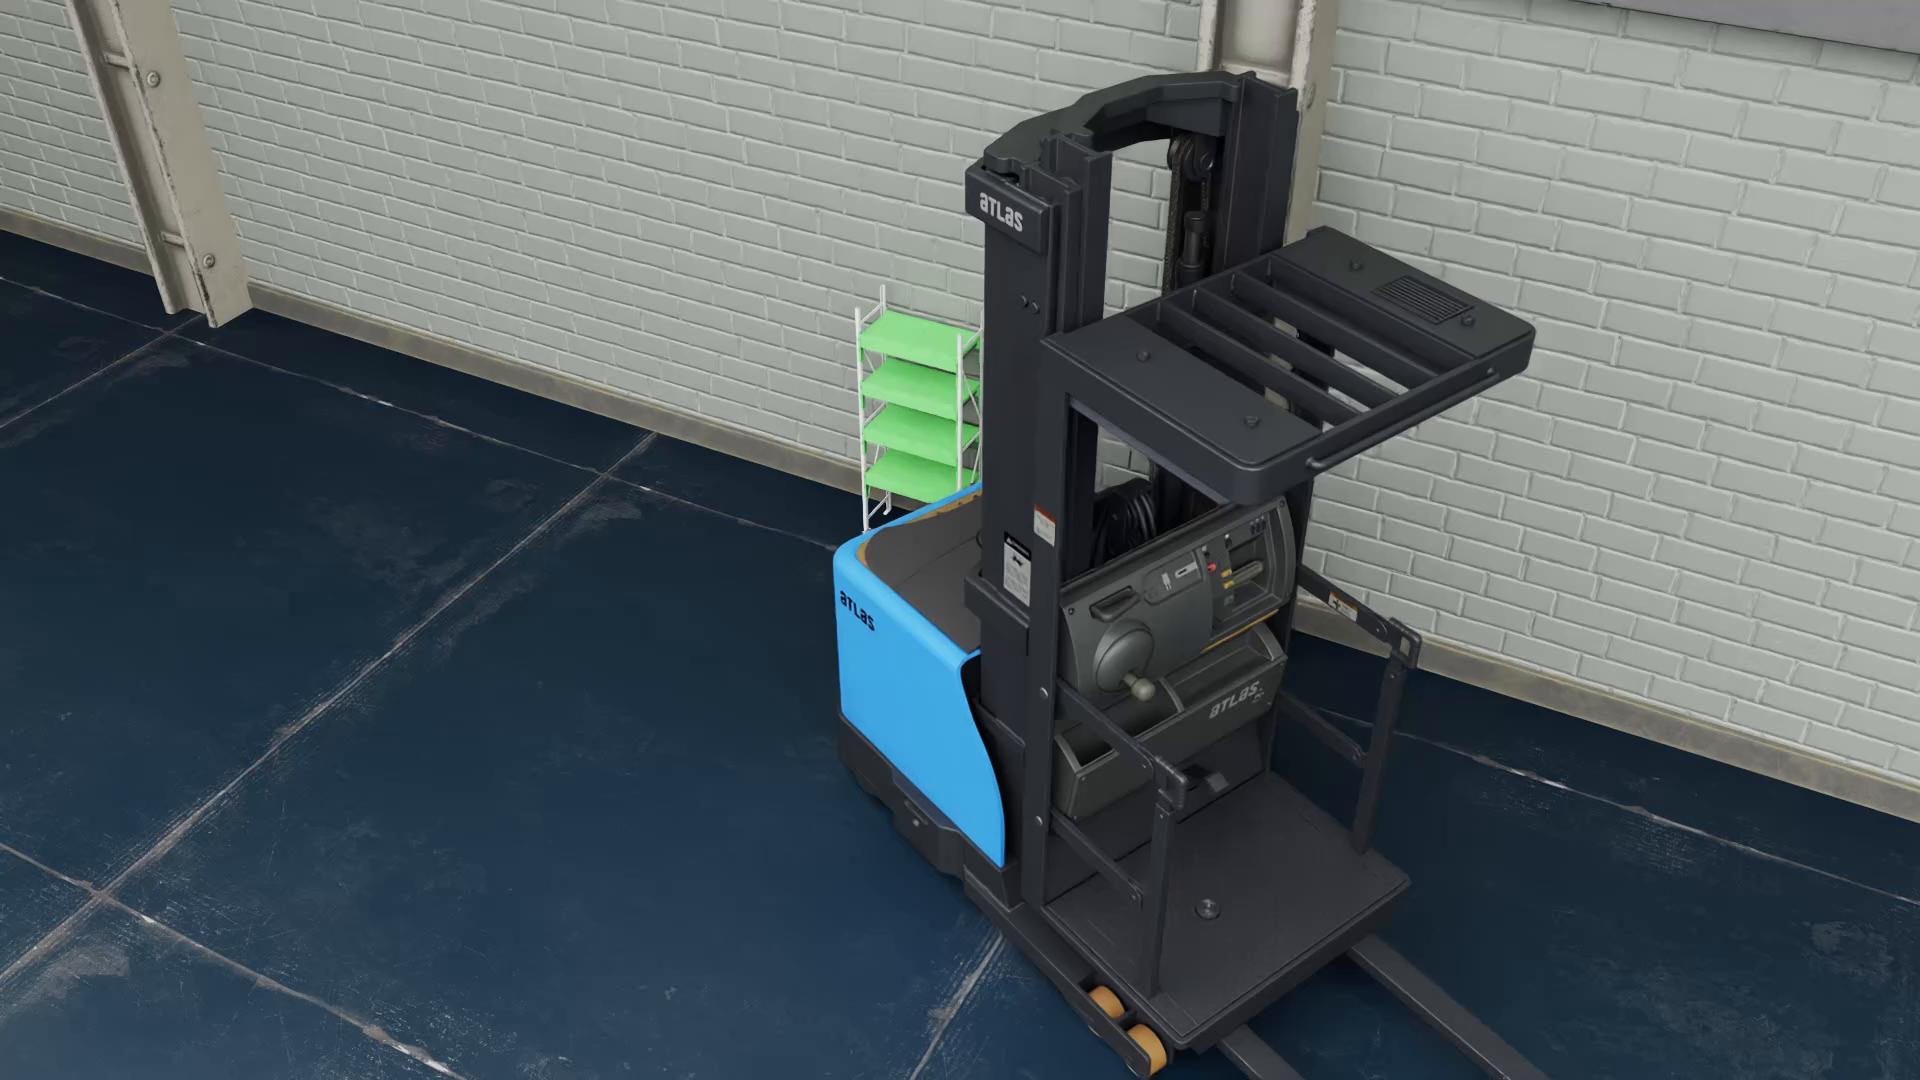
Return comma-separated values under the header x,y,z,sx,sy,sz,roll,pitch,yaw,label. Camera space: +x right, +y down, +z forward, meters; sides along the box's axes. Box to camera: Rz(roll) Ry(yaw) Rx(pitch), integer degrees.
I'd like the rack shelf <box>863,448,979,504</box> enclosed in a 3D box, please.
x,y,z,sx,sy,sz,roll,pitch,yaw,label
-0.169,-0.255,7.595,0.480,0.148,0.258,17,40,21,rack shelf

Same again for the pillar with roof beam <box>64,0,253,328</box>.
x,y,z,sx,sy,sz,roll,pitch,yaw,label
-6.252,-2.596,3.728,0.400,9.000,9.100,17,41,21,pillar with roof beam

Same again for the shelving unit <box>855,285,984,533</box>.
x,y,z,sx,sy,sz,roll,pitch,yaw,label
-0.169,-0.498,7.413,0.503,1.200,0.258,17,40,21,shelving unit

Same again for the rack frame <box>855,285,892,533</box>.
x,y,z,sx,sy,sz,roll,pitch,yaw,label
-0.386,-0.565,7.500,0.015,1.200,0.240,17,40,21,rack frame

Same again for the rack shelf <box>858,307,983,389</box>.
x,y,z,sx,sy,sz,roll,pitch,yaw,label
-0.168,-0.830,7.162,0.480,0.148,0.258,17,40,21,rack shelf

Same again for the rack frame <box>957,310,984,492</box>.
x,y,z,sx,sy,sz,roll,pitch,yaw,label
0.049,-0.431,7.325,0.015,1.200,0.240,17,40,21,rack frame

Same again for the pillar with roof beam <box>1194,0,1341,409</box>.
x,y,z,sx,sy,sz,roll,pitch,yaw,label
-0.924,-0.928,1.530,0.400,9.000,9.100,17,41,21,pillar with roof beam

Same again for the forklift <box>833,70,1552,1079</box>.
x,y,z,sx,sy,sz,roll,pitch,yaw,label
0.822,0.244,5.005,1.130,2.935,3.031,-25,44,-29,forklift

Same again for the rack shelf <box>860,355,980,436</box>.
x,y,z,sx,sy,sz,roll,pitch,yaw,label
-0.168,-0.639,7.307,0.480,0.148,0.258,17,40,21,rack shelf

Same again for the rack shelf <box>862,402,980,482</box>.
x,y,z,sx,sy,sz,roll,pitch,yaw,label
-0.169,-0.447,7.451,0.480,0.148,0.258,17,40,21,rack shelf
